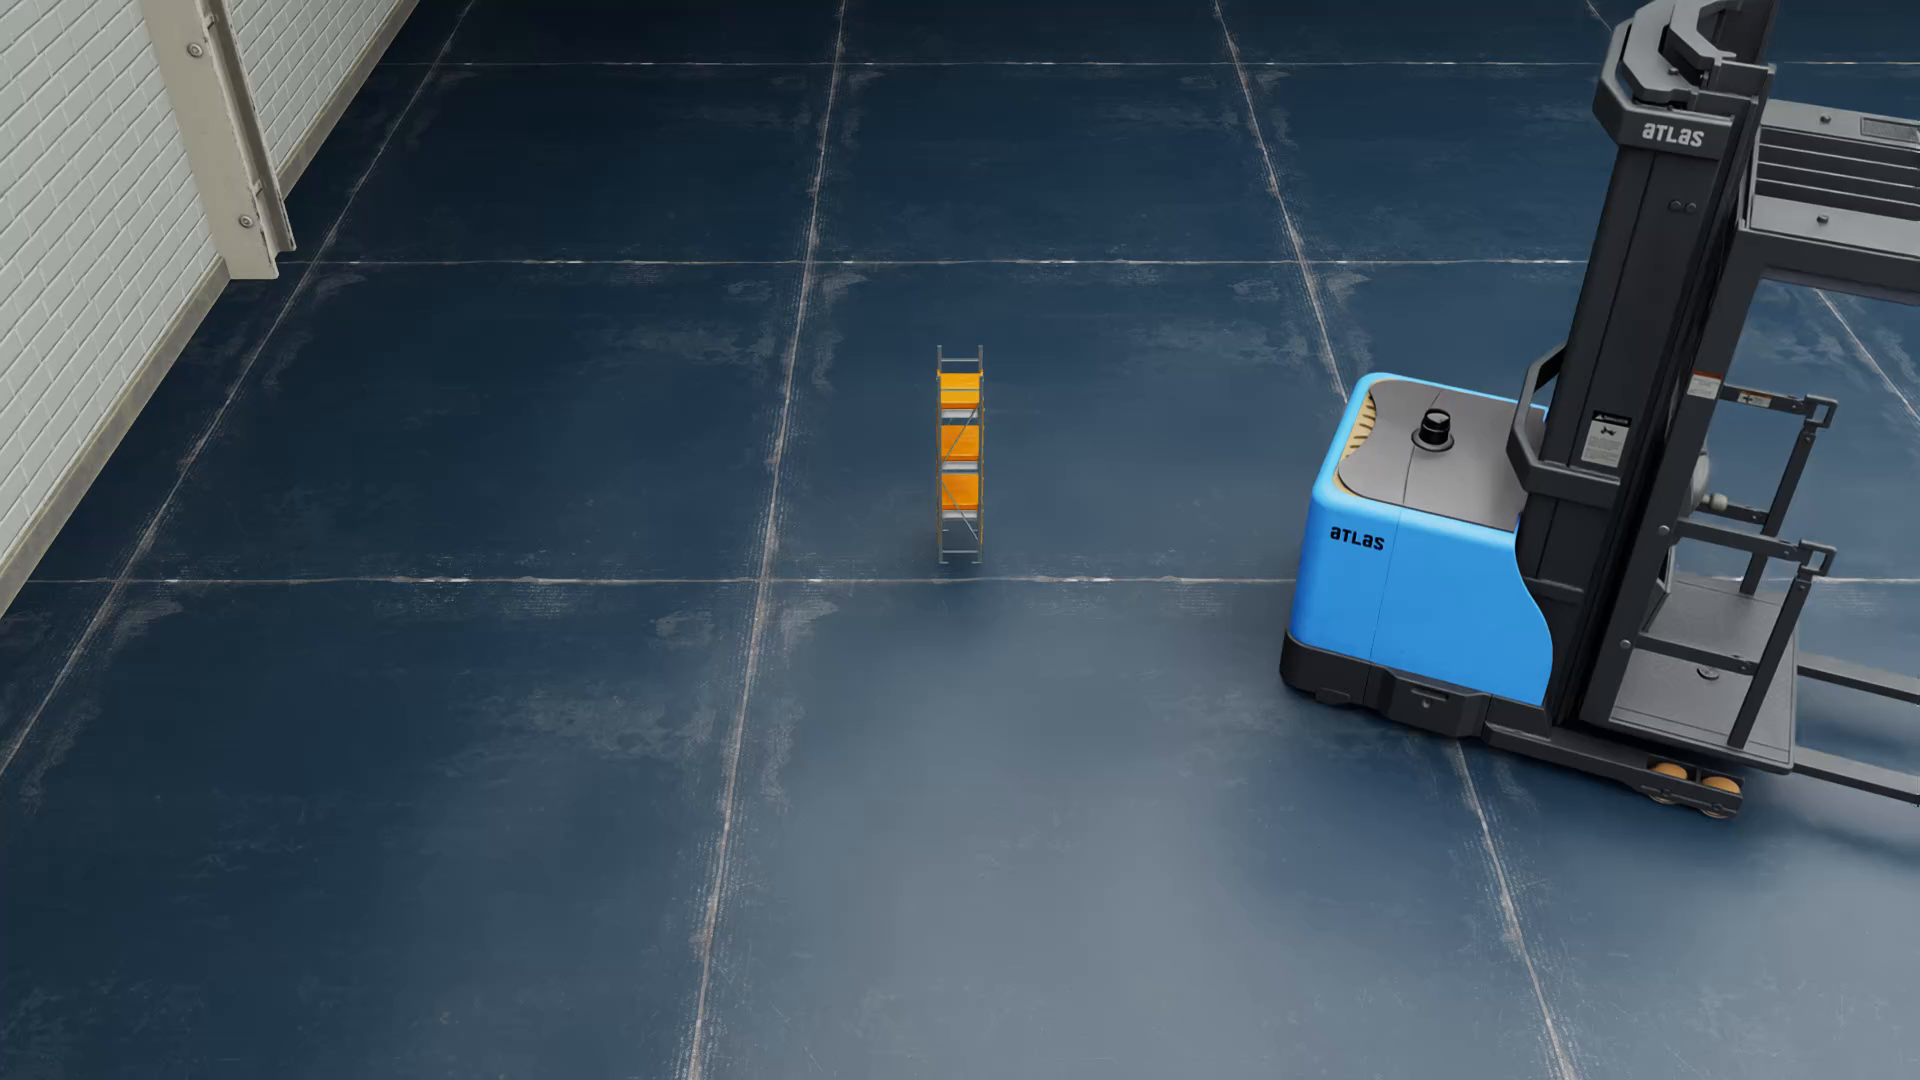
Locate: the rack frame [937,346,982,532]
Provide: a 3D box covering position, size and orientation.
[{"bbox_3d":[0.000,-0.453,7.721,0.200,1.050,0.008,0,39,0],"label":"rack frame"}]

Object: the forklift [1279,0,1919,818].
[{"bbox_3d":[2.943,-0.418,6.173,3.031,2.935,1.130,15,41,18],"label":"forklift"}]

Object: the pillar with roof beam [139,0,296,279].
[{"bbox_3d":[0.062,-5.200,7.288,9.100,9.000,0.400,0,39,0],"label":"pillar with roof beam"}]

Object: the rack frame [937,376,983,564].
[{"bbox_3d":[0.000,-0.300,7.530,0.200,1.050,0.008,0,39,0],"label":"rack frame"}]

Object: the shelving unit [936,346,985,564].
[{"bbox_3d":[0.000,-0.376,7.625,0.215,1.050,0.252,0,39,0],"label":"shelving unit"}]

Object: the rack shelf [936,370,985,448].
[{"bbox_3d":[0.000,-0.589,7.455,0.215,0.259,0.240,0,39,0],"label":"rack shelf"}]

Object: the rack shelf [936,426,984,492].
[{"bbox_3d":[0.000,-0.368,7.632,0.215,0.259,0.240,0,39,0],"label":"rack shelf"}]

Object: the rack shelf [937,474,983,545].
[{"bbox_3d":[0.000,-0.151,7.806,0.215,0.259,0.240,0,39,0],"label":"rack shelf"}]
